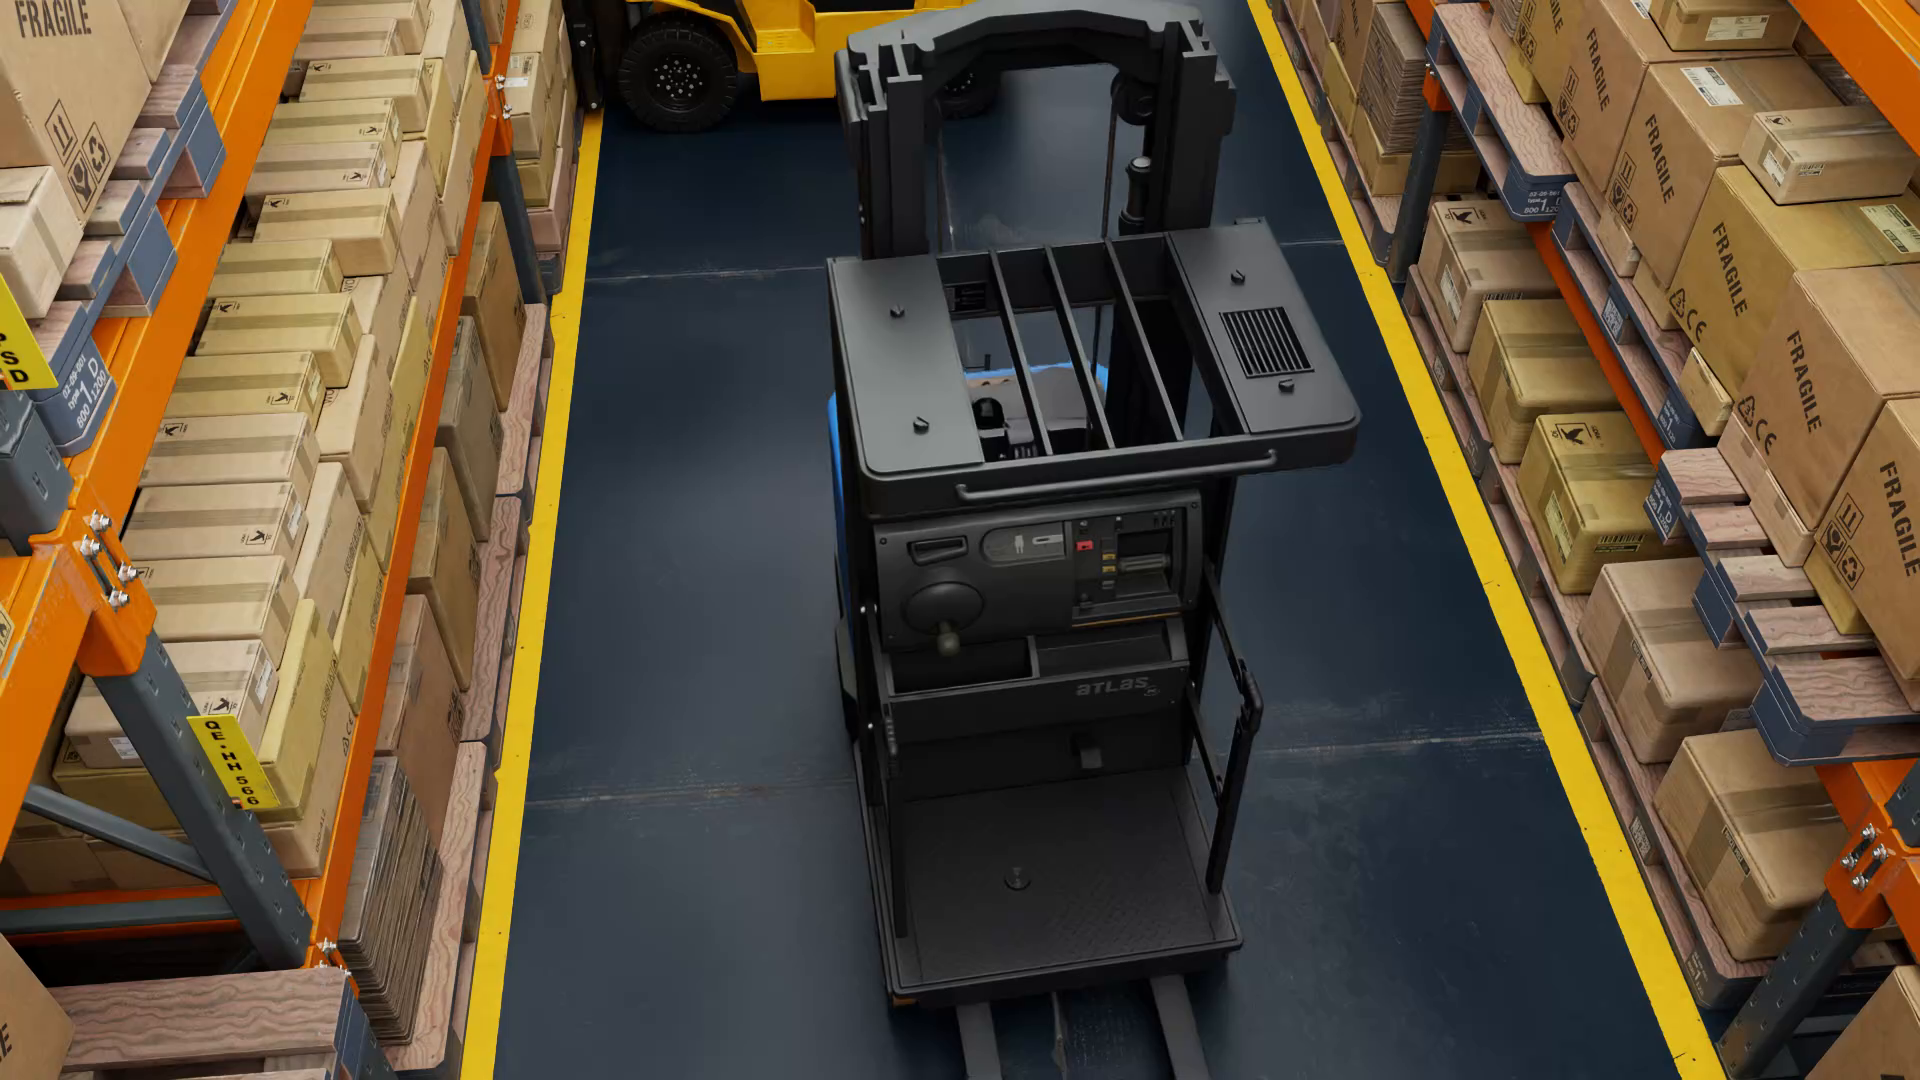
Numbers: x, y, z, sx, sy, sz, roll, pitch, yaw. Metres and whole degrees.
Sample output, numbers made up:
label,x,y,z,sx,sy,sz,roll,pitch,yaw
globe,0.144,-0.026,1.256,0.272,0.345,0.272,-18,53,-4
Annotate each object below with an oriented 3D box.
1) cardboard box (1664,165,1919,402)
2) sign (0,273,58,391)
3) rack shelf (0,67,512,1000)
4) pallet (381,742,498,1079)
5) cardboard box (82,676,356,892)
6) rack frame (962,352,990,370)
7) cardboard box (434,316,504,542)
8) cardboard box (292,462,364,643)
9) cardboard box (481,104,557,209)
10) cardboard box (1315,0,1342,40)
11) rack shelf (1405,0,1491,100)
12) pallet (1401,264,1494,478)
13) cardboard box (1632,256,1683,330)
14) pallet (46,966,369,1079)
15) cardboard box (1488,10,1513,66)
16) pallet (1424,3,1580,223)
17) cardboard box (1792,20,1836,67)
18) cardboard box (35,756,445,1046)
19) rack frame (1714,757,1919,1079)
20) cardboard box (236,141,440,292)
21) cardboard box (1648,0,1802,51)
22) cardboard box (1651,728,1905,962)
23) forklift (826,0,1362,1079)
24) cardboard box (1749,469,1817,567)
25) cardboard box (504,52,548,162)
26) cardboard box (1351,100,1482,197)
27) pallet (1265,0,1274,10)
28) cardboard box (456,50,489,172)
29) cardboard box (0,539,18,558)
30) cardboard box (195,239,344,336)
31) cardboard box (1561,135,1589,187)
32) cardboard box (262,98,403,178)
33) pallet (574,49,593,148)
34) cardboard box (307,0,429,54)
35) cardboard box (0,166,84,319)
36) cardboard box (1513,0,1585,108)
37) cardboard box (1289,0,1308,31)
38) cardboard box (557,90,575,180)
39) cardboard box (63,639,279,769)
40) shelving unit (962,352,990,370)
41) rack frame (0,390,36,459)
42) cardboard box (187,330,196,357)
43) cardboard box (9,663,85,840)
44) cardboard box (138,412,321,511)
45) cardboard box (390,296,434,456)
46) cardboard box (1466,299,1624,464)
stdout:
label,x,y,z,sx,sy,sz,roll,pitch,yaw
cardboard box,2.466,-0.755,4.836,0.500,0.500,0.500,-6,47,-6
sign,-1.526,-0.360,2.603,0.100,0.325,0.005,-3,47,-3
rack shelf,-2.234,-0.319,5.482,1.077,0.370,4.000,-3,47,-3
pallet,-2.097,1.242,5.429,1.003,0.211,1.213,-3,47,-3
cardboard box,-1.860,0.596,4.223,0.500,0.250,0.500,-3,47,-3
rack frame,-0.008,-0.377,6.487,0.240,0.900,0.006,-3,47,-3
cardboard box,-2.289,-0.402,6.412,0.875,0.625,0.625,-4,47,-4
cardboard box,-1.901,0.062,4.384,0.500,0.250,0.500,-2,47,-2
cardboard box,-2.135,-1.753,7.604,0.500,0.250,0.500,-4,47,-3
cardboard box,2.139,-2.923,8.541,0.500,0.500,0.500,-1,47,-1
rack shelf,2.377,-3.517,8.511,1.077,0.370,4.000,-3,47,-3
pallet,2.611,-0.796,7.358,1.003,0.211,1.213,-3,47,-3
cardboard box,2.409,-0.821,5.345,0.380,0.149,0.250,-5,47,-5
pallet,-1.940,1.433,3.459,1.213,0.211,1.003,-3,47,-3
cardboard box,2.276,-1.957,6.421,0.380,0.149,0.250,-3,47,-3
pallet,2.463,-1.690,6.417,1.003,0.211,1.213,-3,47,-3
cardboard box,2.892,-1.546,5.585,0.500,0.500,0.500,-2,47,-2
cardboard box,-2.105,1.101,4.988,0.875,0.625,0.625,-2,47,-2
rack frame,2.879,0.576,4.138,1.000,3.000,0.127,-3,47,-3
cardboard box,-2.019,-1.052,5.439,0.500,0.250,0.500,-3,47,-3
cardboard box,2.425,-1.680,5.266,0.380,0.149,0.250,-1,47,-1
cardboard box,2.842,0.926,5.328,0.950,0.372,0.625,-6,47,-6
forklift,0.263,0.194,4.548,1.130,2.935,3.031,-7,47,-6
cardboard box,2.457,-0.074,4.638,0.380,0.149,0.250,-4,47,-4
cardboard box,-2.129,-1.925,7.423,0.500,0.250,0.500,-4,47,-4
cardboard box,2.227,-1.928,8.115,0.500,0.250,0.500,-2,47,-1
pallet,2.249,-3.608,10.022,1.003,0.211,1.213,-3,47,-3
cardboard box,-2.099,-1.613,6.315,0.500,0.250,0.500,-3,47,-2
cardboard box,-2.390,0.027,4.143,0.380,0.149,0.250,-4,47,-3
cardboard box,-2.037,-0.741,4.870,0.380,0.149,0.250,-3,47,-3
cardboard box,2.368,-1.386,5.881,0.380,0.149,0.250,-3,47,-3
cardboard box,-2.031,-1.296,5.396,0.380,0.149,0.250,-4,47,-4
pallet,-2.532,-2.517,8.989,1.003,0.211,1.213,-3,47,-3
cardboard box,-2.112,-1.851,5.922,0.380,0.149,0.250,-4,47,-4
cardboard box,-1.793,-0.520,2.913,0.380,0.166,0.250,-4,47,-3
cardboard box,2.340,-1.880,5.901,0.500,0.500,0.500,-3,47,-3
cardboard box,2.095,-3.046,9.174,0.500,0.250,0.500,-1,47,-1
cardboard box,-2.170,-1.949,8.134,0.500,0.250,0.500,-4,47,-4
cardboard box,-1.800,0.375,3.814,0.380,0.149,0.250,-2,47,-2
shelving unit,0.001,-0.304,6.418,0.258,0.900,0.210,-3,47,-3
rack frame,-2.067,-1.182,1.672,1.000,3.000,0.127,-3,47,-3
cardboard box,-2.500,-0.645,5.054,0.500,0.250,0.500,-4,47,-4
cardboard box,-2.381,0.452,4.015,0.500,0.250,0.500,-3,47,-2
cardboard box,-1.905,-0.191,4.349,0.380,0.149,0.250,-3,47,-3
cardboard box,-1.989,-0.515,5.276,0.500,0.250,0.500,-2,47,-2
cardboard box,2.654,-0.659,6.829,0.950,0.372,0.625,-1,47,-1
